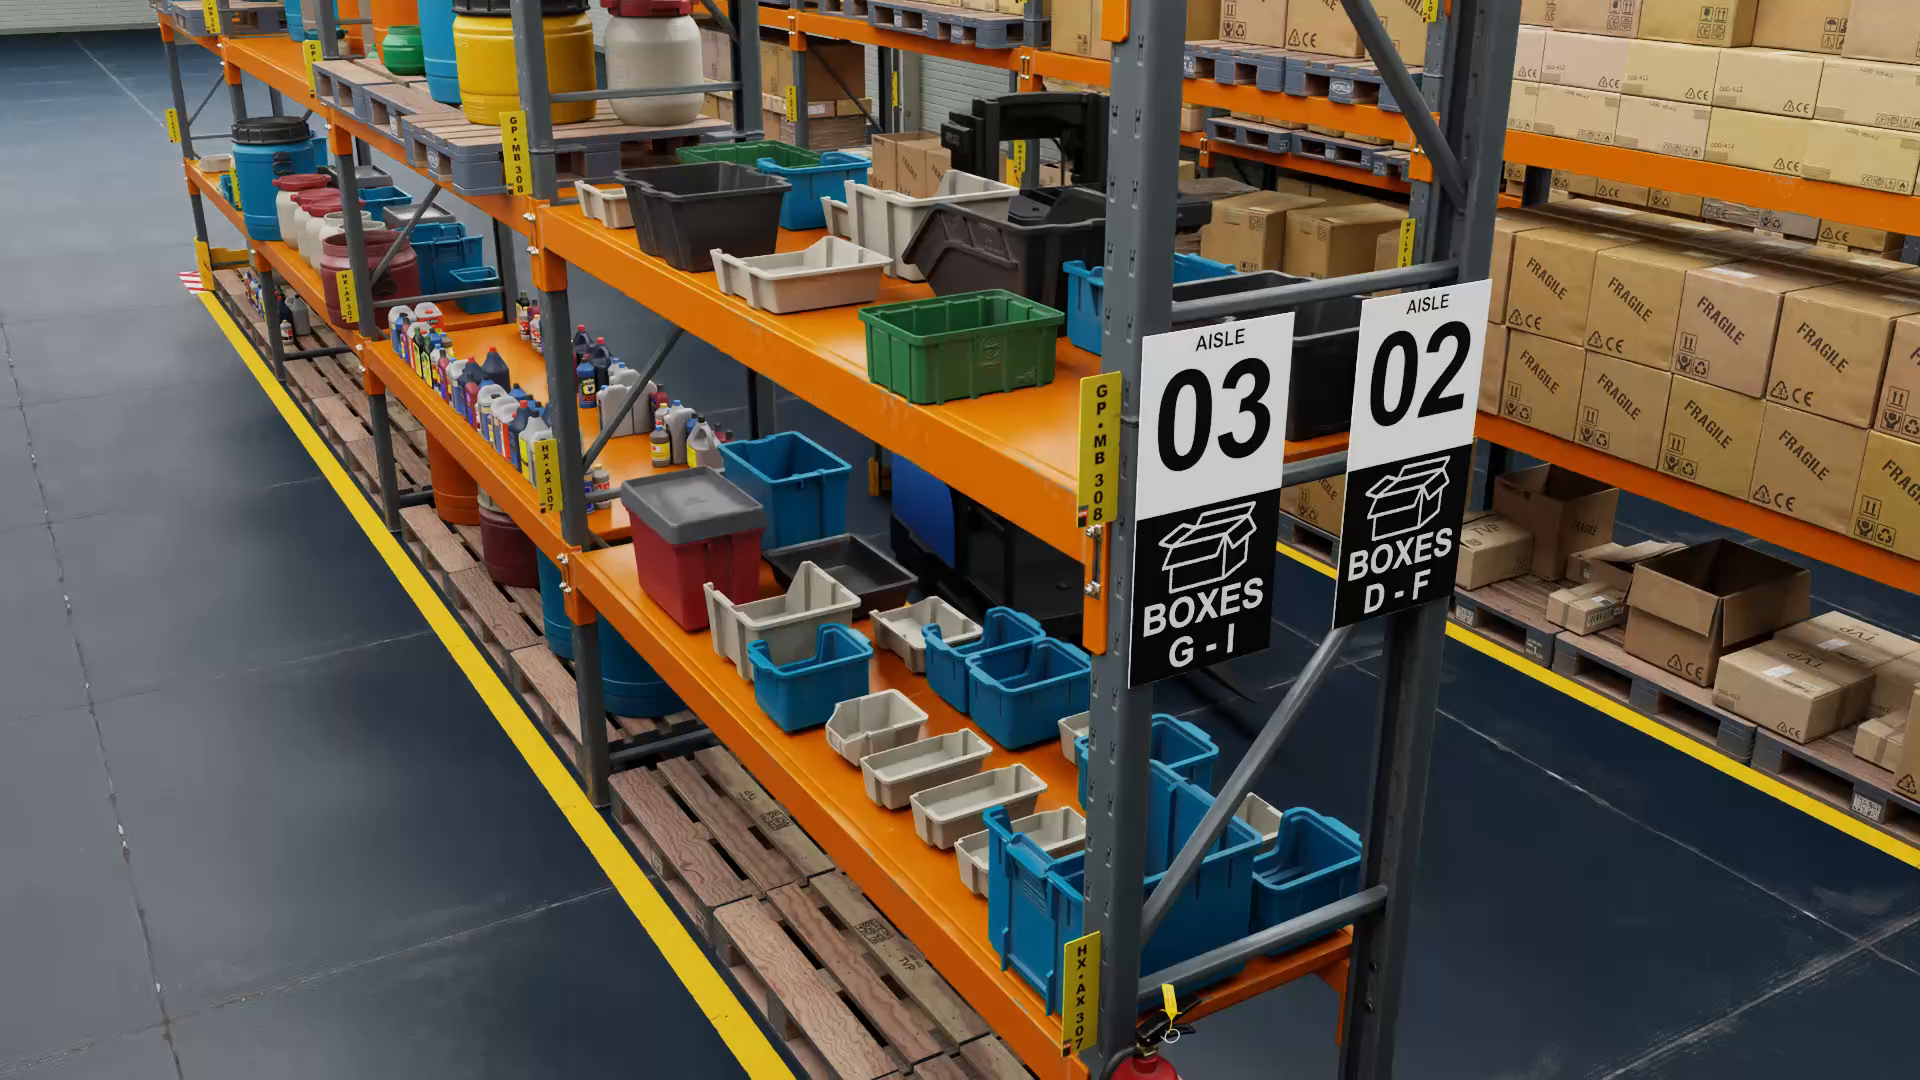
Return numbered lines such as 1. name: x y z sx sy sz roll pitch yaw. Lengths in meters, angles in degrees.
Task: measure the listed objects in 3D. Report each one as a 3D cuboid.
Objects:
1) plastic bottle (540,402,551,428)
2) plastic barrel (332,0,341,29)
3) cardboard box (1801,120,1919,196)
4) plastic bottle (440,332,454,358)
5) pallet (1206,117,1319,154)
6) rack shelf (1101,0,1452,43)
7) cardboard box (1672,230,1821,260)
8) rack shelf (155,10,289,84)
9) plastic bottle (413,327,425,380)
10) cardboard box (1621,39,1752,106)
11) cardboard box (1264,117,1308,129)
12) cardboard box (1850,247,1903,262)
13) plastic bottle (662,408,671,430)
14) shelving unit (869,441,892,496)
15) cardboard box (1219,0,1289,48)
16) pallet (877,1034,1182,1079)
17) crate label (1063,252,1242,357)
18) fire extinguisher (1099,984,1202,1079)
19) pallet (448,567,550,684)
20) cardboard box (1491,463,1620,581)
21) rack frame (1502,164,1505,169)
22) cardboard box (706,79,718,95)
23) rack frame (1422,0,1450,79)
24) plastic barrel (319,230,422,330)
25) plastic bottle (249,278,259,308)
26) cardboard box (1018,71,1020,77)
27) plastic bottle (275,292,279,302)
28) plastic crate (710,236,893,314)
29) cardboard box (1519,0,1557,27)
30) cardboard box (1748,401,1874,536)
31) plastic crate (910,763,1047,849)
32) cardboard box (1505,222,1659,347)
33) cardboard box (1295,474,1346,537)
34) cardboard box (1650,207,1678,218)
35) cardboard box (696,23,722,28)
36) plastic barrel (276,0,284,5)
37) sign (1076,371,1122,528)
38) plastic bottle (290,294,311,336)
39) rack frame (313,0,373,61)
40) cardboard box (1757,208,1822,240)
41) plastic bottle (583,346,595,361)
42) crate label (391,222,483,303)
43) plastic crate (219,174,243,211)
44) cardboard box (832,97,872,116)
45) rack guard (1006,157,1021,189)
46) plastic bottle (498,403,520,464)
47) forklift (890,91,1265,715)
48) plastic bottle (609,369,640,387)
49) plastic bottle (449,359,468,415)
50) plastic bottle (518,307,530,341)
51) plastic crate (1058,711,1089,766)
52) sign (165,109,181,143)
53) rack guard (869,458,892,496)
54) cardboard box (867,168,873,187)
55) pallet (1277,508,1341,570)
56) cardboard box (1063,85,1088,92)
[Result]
1. plastic bottle: -2.013 -0.548 8.243 0.144 0.351 0.185 -13 25 -28
2. plastic barrel: -4.263 -3.914 11.809 0.600 0.901 0.708 -13 25 -28
3. cardboard box: 4.010 -1.665 7.139 0.500 0.250 0.500 -13 25 -28
4. plastic bottle: -3.057 -1.130 9.872 0.097 0.201 0.097 0 22 0
5. pallet: 3.404 -4.380 17.859 1.003 0.211 1.213 -13 25 -28
6. rack shelf: -0.270 -1.862 4.929 1.077 0.370 4.000 -13 25 -28
7. cardboard box: 3.971 -1.268 8.486 0.500 0.500 0.500 -12 25 -28
8. rack shelf: -6.400 -4.543 14.975 1.077 0.370 4.000 -13 25 -28
9. plastic bottle: -3.126 -1.086 9.654 0.061 0.283 0.133 -13 25 -28
10. cardboard box: 3.506 -2.222 7.845 0.500 0.250 0.500 -13 25 -28
11. cardboard box: 3.649 -4.641 17.529 0.700 0.500 0.500 -10 24 -23
12. cardboard box: 6.809 -2.103 12.308 0.380 0.149 0.250 -12 25 -28
13. plastic bottle: -1.473 -0.573 8.501 0.097 0.201 0.097 0 22 0
14. shelving unit: -0.154 -0.885 10.996 0.587 1.500 1.083 -9 24 -22
15. cardboard box: 2.091 -3.486 10.597 0.600 0.600 0.600 -14 26 -30
16. pallet: 0.364 2.063 5.455 1.003 0.211 1.213 -13 25 -28
17. crate label: 0.558 -0.636 4.606 0.408 0.251 0.502 -13 25 -28
18. fire extinguisher: 0.438 1.391 4.005 0.296 0.674 0.183 -13 25 -28
19. pallet: -2.277 0.390 9.573 1.003 0.211 1.213 -13 25 -28
20. cardboard box: 3.504 -0.117 9.850 0.500 0.500 0.500 -13 25 -28
21. rack frame: 5.182 -3.449 15.315 1.000 3.000 0.127 -13 25 -28
22. cardboard box: -2.486 -4.847 17.759 0.380 0.149 0.250 -13 25 -29
23. rack frame: 2.969 -3.980 8.652 1.000 3.000 0.127 -13 25 -28
24. plastic barrel: -3.832 -1.699 10.827 0.600 0.536 0.708 -13 25 -28
25. plastic bottle: -6.588 -2.316 15.564 0.097 0.271 0.097 0 22 0
26. cardboard box: 1.081 -6.114 21.047 0.500 0.500 0.500 -13 25 -28
27. plastic bottle: -6.053 -2.031 14.757 0.144 0.351 0.185 -14 26 -31
28. plastic crate: -0.517 -0.843 5.268 0.437 0.136 0.530 -13 25 -28
29. cardboard box: 3.250 -2.950 8.641 0.700 0.500 0.500 -13 25 -28
30. cardboard box: 4.031 -0.375 7.617 0.500 0.500 0.500 -12 25 -28
31. plastic crate: 0.044 0.814 5.095 0.396 0.136 0.243 -13 25 -28
32. cardboard box: 3.232 -1.337 8.656 0.500 0.500 0.500 -13 26 -30
33. cardboard box: 2.470 -0.351 10.427 0.500 0.500 0.500 -13 25 -29
34. cardboard box: 5.944 -2.697 13.770 0.380 0.149 0.250 -12 25 -28
35. cardboard box: -2.633 -5.393 18.239 0.700 0.500 0.500 -13 26 -30
36. plastic barrel: -5.429 -4.652 13.583 0.421 0.512 0.421 0 22 0
37. sign: 0.287 -0.184 3.437 0.100 0.325 0.005 -13 25 -28
38. plastic bottle: -5.831 -1.996 14.673 0.144 0.351 0.185 -13 25 -28
39. rack frame: -3.335 -4.323 9.497 1.000 3.000 0.127 -13 25 -28
40. cardboard box: 6.504 -2.612 12.700 0.500 0.500 0.500 -12 25 -28
41. plastic bottle: -2.067 -0.956 9.335 0.061 0.283 0.133 -13 25 -28
42. crate label: -3.610 -1.934 11.539 0.502 0.435 0.616 -13 25 -28
43. plastic crate: -6.177 -3.076 14.593 0.499 0.251 0.616 -13 25 -28
44. cardboard box: -1.088 -4.261 16.318 0.380 0.149 0.250 -13 25 -28
45. rack guard: 1.135 -4.857 22.096 1.175 0.500 0.348 -13 25 -28
46. plastic bottle: -2.215 -0.539 8.318 0.152 0.276 0.135 -13 25 -28
47. forklift: 0.610 -0.828 8.956 1.130 2.935 3.031 -9 24 -22
48. plastic bottle: -1.792 -0.790 8.935 0.152 0.276 0.135 -13 25 -28
49. plastic bottle: -2.683 -0.835 9.048 0.152 0.276 0.135 -13 25 -28
50. plastic bottle: -2.718 -1.362 10.443 0.097 0.201 0.097 0 22 0
51. plastic crate: 0.470 0.658 5.481 0.250 0.136 0.298 -13 25 -28
52. sign: -7.896 -4.157 16.689 0.100 0.325 0.005 -13 25 -28
53. rack guard: -0.352 -0.478 11.655 0.587 0.250 0.087 -9 24 -22
54. cardboard box: -0.841 -3.348 15.398 0.380 0.149 0.250 -13 25 -28
55. pallet: 2.521 -0.165 10.937 1.003 0.211 1.213 -13 25 -28
56. cardboard box: 1.605 -5.429 20.356 0.500 0.250 0.500 -13 26 -29
